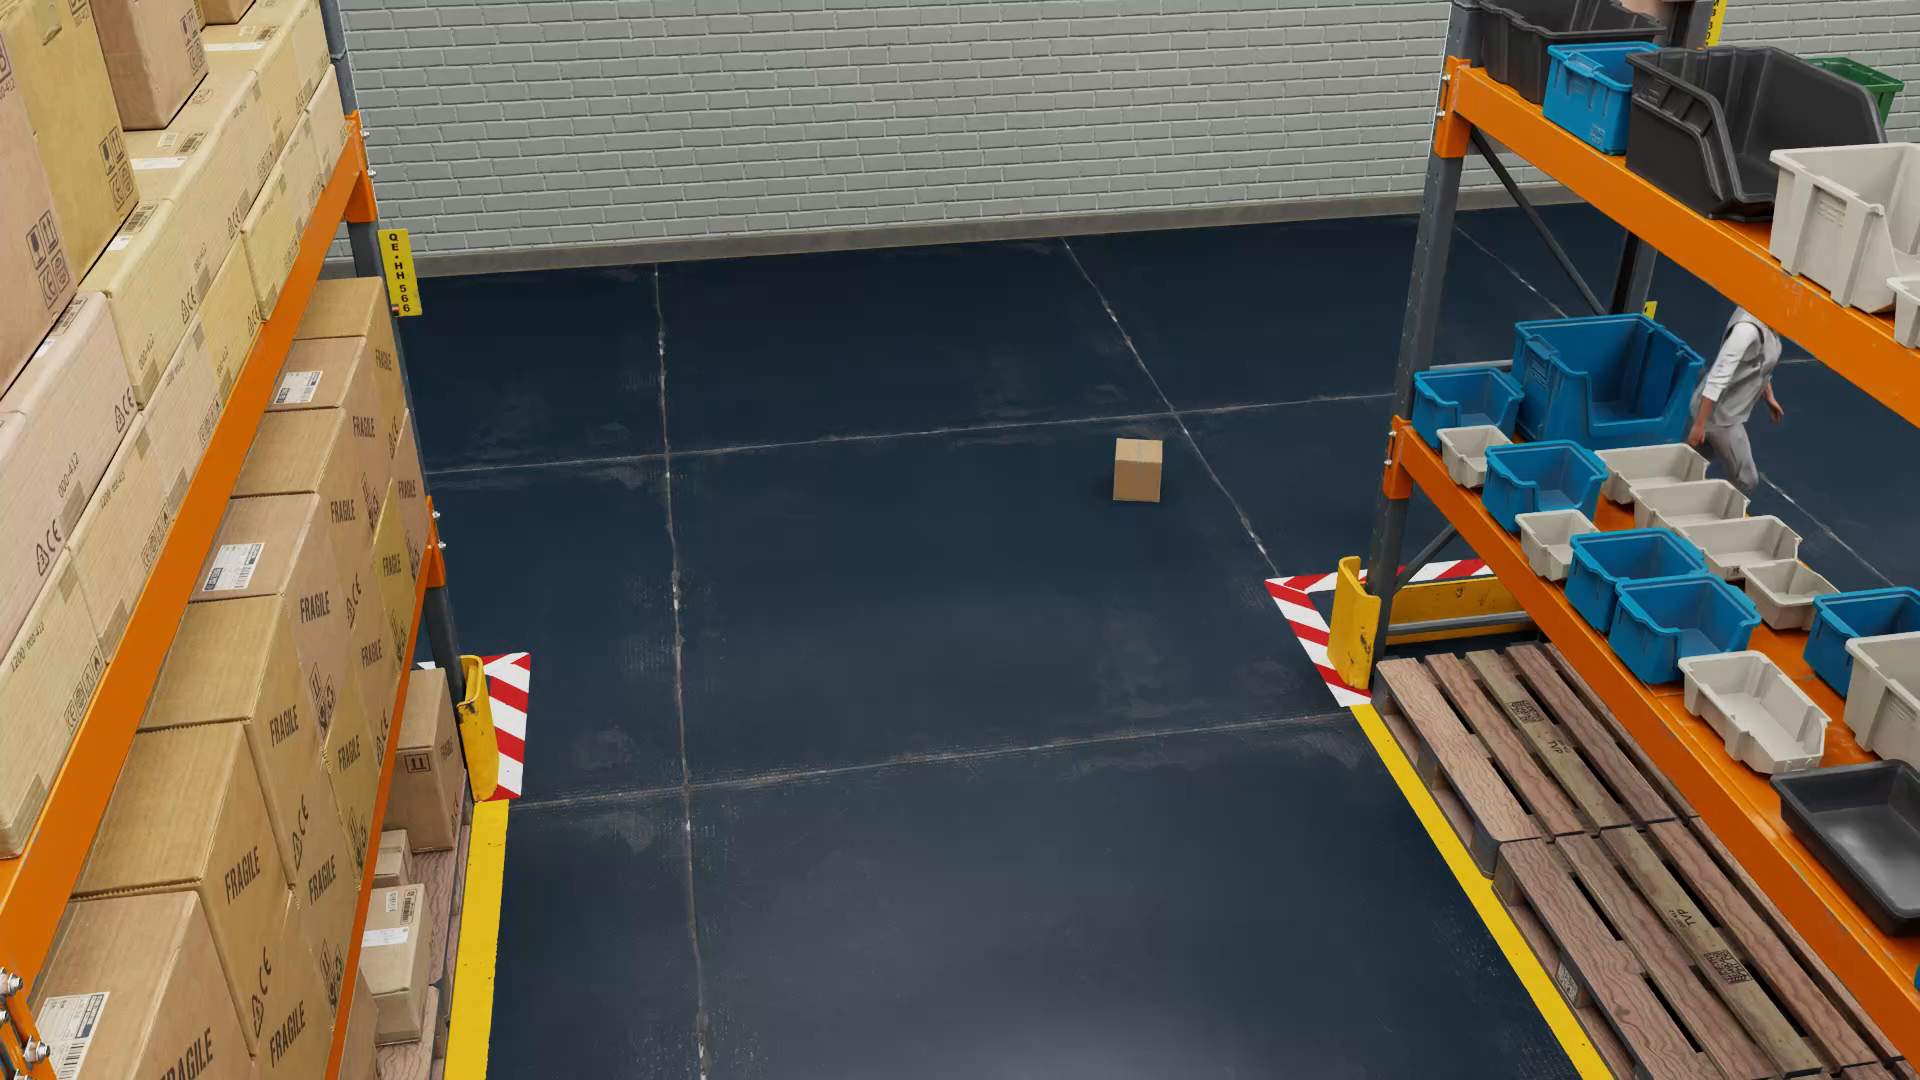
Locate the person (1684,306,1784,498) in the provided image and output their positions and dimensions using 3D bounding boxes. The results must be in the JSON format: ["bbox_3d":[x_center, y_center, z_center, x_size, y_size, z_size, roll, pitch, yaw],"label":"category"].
[{"bbox_3d":[3.725,-0.587,8.129,0.519,1.641,0.526,16,35,24],"label":"person"}]
